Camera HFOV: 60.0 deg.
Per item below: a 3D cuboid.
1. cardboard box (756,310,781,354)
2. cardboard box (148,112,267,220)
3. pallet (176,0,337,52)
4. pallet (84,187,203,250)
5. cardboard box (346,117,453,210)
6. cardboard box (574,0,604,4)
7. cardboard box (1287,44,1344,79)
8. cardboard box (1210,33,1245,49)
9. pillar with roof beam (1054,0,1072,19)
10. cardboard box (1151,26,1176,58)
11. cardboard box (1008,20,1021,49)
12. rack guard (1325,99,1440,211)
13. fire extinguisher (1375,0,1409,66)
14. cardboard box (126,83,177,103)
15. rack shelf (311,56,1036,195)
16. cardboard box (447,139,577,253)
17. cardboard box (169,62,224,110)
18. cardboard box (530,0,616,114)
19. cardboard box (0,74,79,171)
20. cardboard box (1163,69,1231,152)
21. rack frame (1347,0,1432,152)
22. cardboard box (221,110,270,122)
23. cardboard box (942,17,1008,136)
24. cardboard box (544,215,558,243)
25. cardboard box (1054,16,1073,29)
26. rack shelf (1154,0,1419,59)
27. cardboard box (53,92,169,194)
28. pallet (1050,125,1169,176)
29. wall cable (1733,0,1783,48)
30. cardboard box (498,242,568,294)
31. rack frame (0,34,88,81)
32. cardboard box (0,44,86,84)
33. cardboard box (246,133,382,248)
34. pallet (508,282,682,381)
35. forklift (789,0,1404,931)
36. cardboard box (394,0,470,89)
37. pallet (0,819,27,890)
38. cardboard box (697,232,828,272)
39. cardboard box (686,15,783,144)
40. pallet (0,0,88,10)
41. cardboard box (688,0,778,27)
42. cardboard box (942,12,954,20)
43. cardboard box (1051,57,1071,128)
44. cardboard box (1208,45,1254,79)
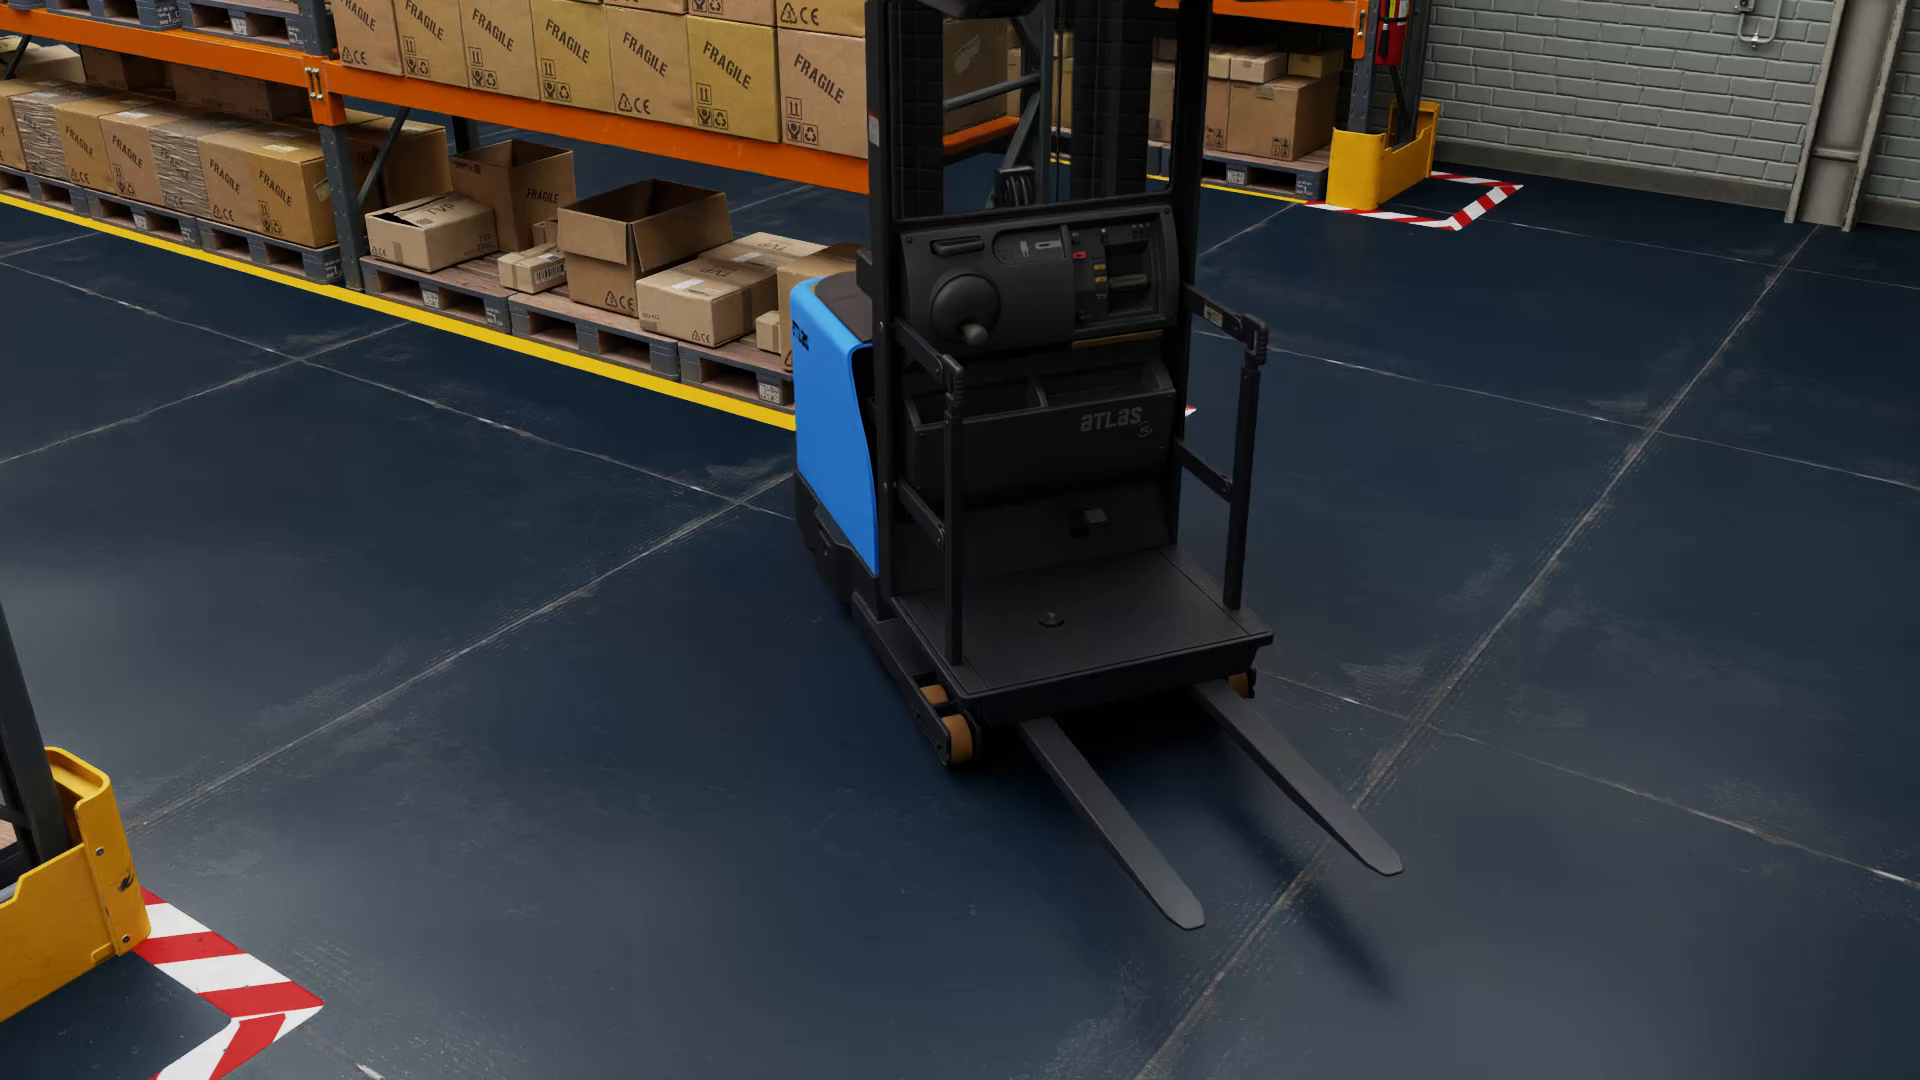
[{"bbox_3d":[-0.780,-1.047,8.138,0.250,0.166,0.380,17,32,30],"label":"cardboard box"},{"bbox_3d":[-4.591,-2.316,10.264,0.500,0.500,0.500,18,32,31],"label":"cardboard box"},{"bbox_3d":[-3.803,-3.116,9.777,1.213,0.211,1.003,17,32,30],"label":"pallet"},{"bbox_3d":[-4.908,-2.220,10.880,1.213,0.211,1.003,17,32,30],"label":"pallet"},{"bbox_3d":[-3.467,-2.253,10.140,0.500,0.500,0.500,16,31,28],"label":"cardboard box"},{"bbox_3d":[-1.702,-2.822,7.776,0.500,0.500,0.500,18,32,32],"label":"cardboard box"},{"bbox_3d":[2.475,-3.328,11.561,0.250,0.149,0.380,18,32,31],"label":"cardboard box"},{"bbox_3d":[1.851,-3.522,11.942,0.250,0.149,0.380,18,32,31],"label":"cardboard box"},{"bbox_3d":[-1.776,-6.016,8.650,0.400,9.000,9.100,17,32,30],"label":"pillar with roof beam"},{"bbox_3d":[1.429,-3.653,12.199,0.250,0.149,0.380,18,32,31],"label":"cardboard box"},{"bbox_3d":[0.332,-3.784,12.456,0.250,0.149,0.380,19,32,32],"label":"cardboard box"},{"bbox_3d":[2.912,-2.661,11.427,0.348,0.500,1.175,17,32,30],"label":"rack guard"},{"bbox_3d":[2.755,-3.369,10.559,0.183,0.674,0.296,17,32,30],"label":"fire extinguisher"},{"bbox_3d":[-5.173,-2.779,11.174,0.500,0.500,0.500,16,31,29],"label":"cardboard box"},{"bbox_3d":[-1.558,-2.121,8.404,4.000,0.370,1.077,17,32,30],"label":"rack shelf"},{"bbox_3d":[-2.576,-1.997,9.638,0.500,0.500,0.500,17,32,30],"label":"cardboard box"},{"bbox_3d":[-4.705,-2.972,10.727,0.500,0.250,0.500,17,31,29],"label":"cardboard box"},{"bbox_3d":[-1.686,-2.377,8.004,0.500,0.500,0.500,17,31,30],"label":"cardboard box"},{"bbox_3d":[-6.290,-2.841,11.296,0.500,0.500,0.500,19,32,32],"label":"cardboard box"},{"bbox_3d":[1.846,-3.125,11.876,0.500,0.500,0.700,17,32,30],"label":"cardboard box"},{"bbox_3d":[2.892,-3.781,10.872,0.127,3.000,1.000,17,32,30],"label":"rack frame"},{"bbox_3d":[-4.321,-2.517,10.659,0.500,0.500,0.500,18,32,31],"label":"cardboard box"},{"bbox_3d":[-0.126,-2.185,7.626,0.500,0.500,0.500,18,32,31],"label":"cardboard box"},{"bbox_3d":[-1.958,-1.720,9.302,0.500,0.311,0.500,17,32,30],"label":"cardboard box"},{"bbox_3d":[0.799,-3.849,12.585,0.250,0.149,0.380,16,31,29],"label":"cardboard box"},{"bbox_3d":[1.244,-3.974,12.045,4.000,0.370,1.077,17,32,30],"label":"rack shelf"},{"bbox_3d":[-5.445,-2.578,10.779,0.500,0.500,0.500,17,31,30],"label":"cardboard box"},{"bbox_3d":[1.187,-3.028,12.467,1.213,0.211,1.003,17,32,30],"label":"pallet"},{"bbox_3d":[4.483,-4.259,10.691,1.851,1.984,0.084,17,32,30],"label":"wall cable"},{"bbox_3d":[-2.264,-1.482,8.993,0.250,0.166,0.380,17,32,30],"label":"cardboard box"},{"bbox_3d":[-6.504,-3.982,11.268,0.127,3.000,1.000,17,32,30],"label":"rack frame"},{"bbox_3d":[-6.769,-3.438,12.149,0.500,0.311,0.500,19,32,32],"label":"cardboard box"},{"bbox_3d":[-3.775,-2.057,9.755,0.500,0.500,0.500,17,32,30],"label":"cardboard box"},{"bbox_3d":[-1.631,-1.223,8.920,1.213,0.211,1.003,17,32,30],"label":"pallet"},{"bbox_3d":[0.344,-0.797,5.085,1.130,2.935,3.031,-10,29,-19],"label":"forklift"},{"bbox_3d":[-2.517,-2.637,8.514,0.500,0.500,0.500,18,32,31],"label":"cardboard box"},{"bbox_3d":[-3.375,0.939,4.671,1.213,0.211,1.003,17,32,30],"label":"pallet"},{"bbox_3d":[-1.021,-1.401,8.743,0.500,0.250,0.500,17,32,30],"label":"cardboard box"},{"bbox_3d":[-0.862,-2.118,7.494,0.500,0.500,0.500,18,32,31],"label":"cardboard box"},{"bbox_3d":[-5.905,-3.749,11.021,1.003,0.211,1.213,17,32,30],"label":"pallet"},{"bbox_3d":[-0.849,-2.559,7.259,0.500,0.500,0.500,18,32,32],"label":"cardboard box"},{"bbox_3d":[-0.126,-2.631,7.400,0.500,0.500,0.500,18,32,32],"label":"cardboard box"},{"bbox_3d":[0.988,-3.388,12.393,0.500,0.500,0.700,18,32,31],"label":"cardboard box"},{"bbox_3d":[1.839,-3.316,11.536,0.250,0.149,0.380,18,32,32],"label":"cardboard box"}]
